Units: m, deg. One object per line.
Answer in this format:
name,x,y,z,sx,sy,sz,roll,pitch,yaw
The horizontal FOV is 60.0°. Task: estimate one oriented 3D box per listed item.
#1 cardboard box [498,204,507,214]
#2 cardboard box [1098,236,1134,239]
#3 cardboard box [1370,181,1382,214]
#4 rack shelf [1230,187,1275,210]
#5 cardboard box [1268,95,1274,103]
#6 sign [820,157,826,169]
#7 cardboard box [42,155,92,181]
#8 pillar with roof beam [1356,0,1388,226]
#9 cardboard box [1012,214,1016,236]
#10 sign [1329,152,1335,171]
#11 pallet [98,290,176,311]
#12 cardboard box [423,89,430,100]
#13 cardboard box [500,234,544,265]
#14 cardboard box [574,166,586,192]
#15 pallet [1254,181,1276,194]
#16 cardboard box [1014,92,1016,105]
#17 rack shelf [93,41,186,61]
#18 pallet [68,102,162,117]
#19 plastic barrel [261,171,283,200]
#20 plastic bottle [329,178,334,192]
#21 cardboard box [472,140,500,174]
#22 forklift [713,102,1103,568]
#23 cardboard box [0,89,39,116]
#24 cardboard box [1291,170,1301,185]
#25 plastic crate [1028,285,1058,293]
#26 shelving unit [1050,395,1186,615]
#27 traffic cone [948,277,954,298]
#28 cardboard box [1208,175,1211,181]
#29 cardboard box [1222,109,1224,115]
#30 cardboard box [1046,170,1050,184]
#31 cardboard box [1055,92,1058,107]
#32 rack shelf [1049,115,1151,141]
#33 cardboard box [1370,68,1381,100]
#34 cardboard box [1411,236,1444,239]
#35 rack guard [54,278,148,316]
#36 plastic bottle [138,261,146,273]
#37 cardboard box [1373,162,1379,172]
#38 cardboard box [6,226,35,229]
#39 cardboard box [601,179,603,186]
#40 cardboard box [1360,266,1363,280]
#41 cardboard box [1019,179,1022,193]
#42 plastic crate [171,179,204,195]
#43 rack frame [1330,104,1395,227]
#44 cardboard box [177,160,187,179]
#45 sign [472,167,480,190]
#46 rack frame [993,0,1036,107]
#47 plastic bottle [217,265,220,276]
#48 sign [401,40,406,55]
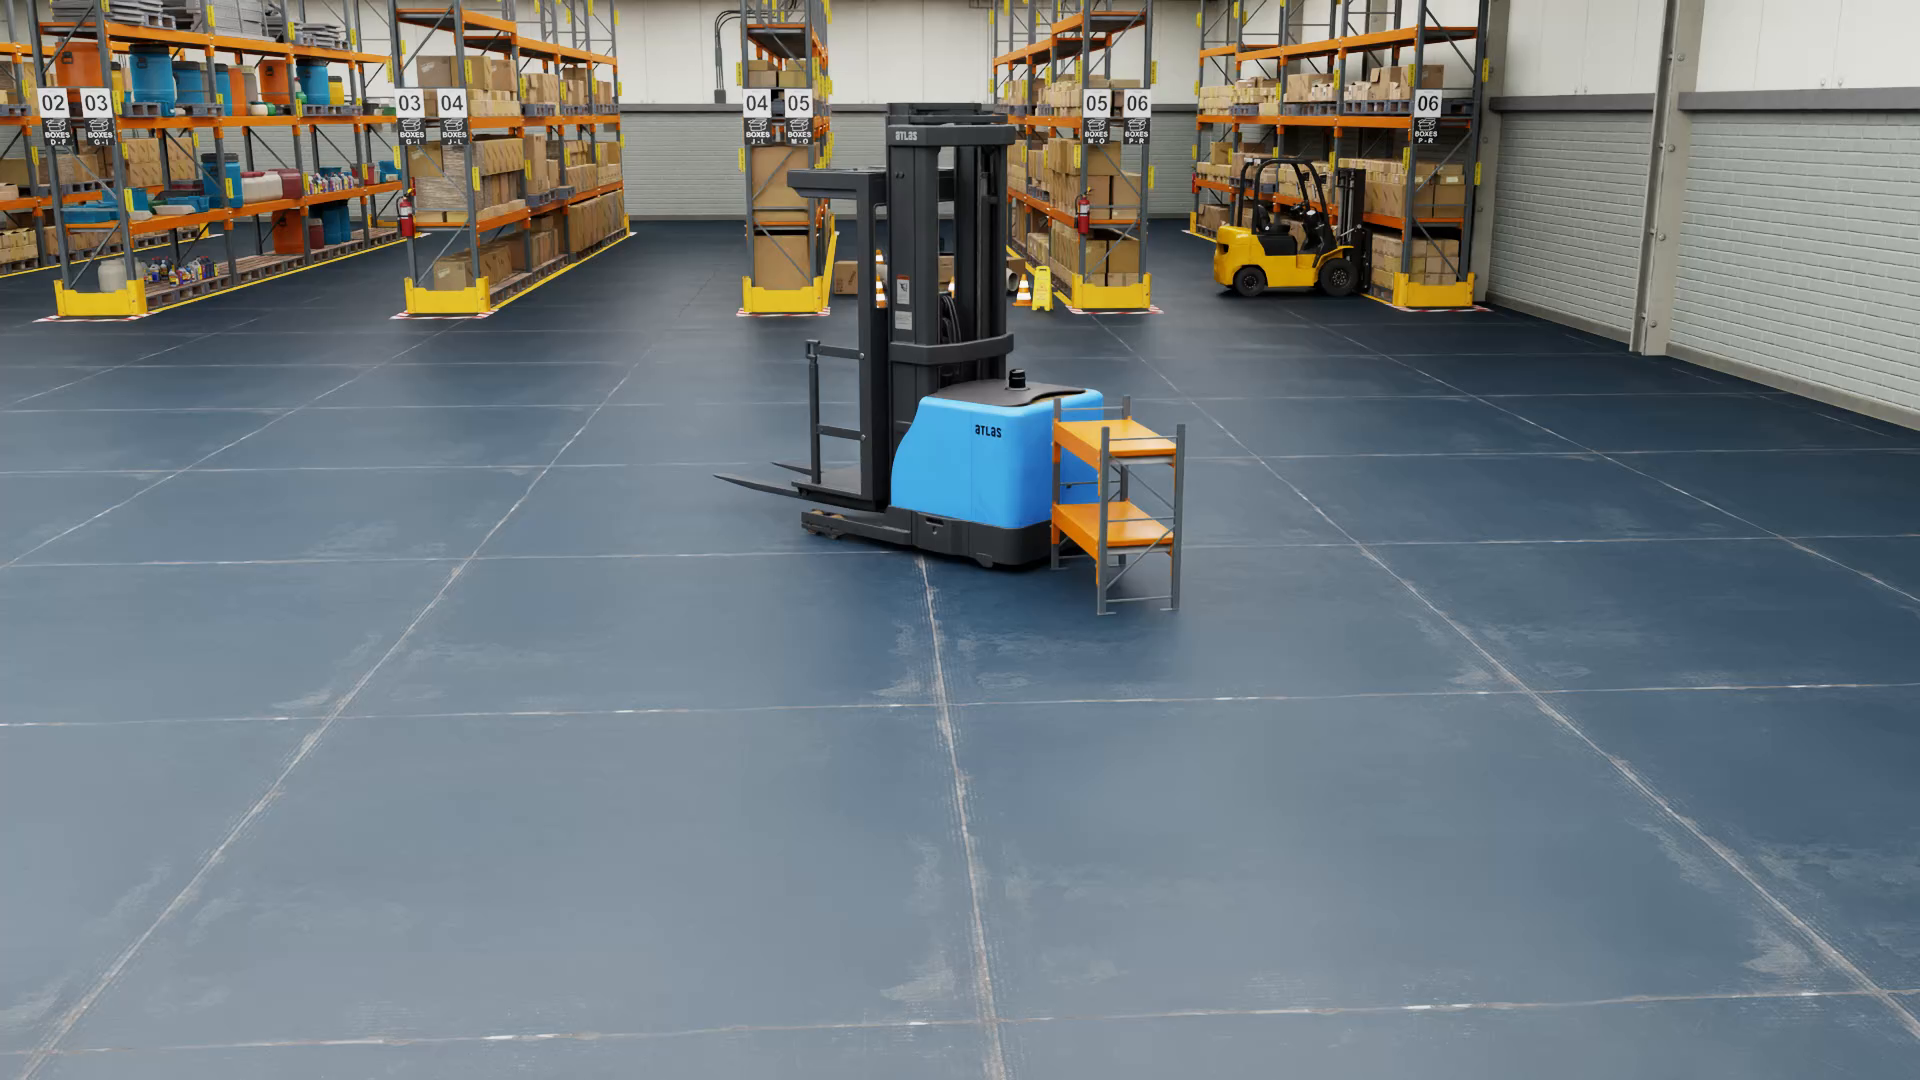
cardboard box,-7.456,-5.283,26.544,0.380,0.149,0.250,-1,14,-3
cardboard box,2.485,-4.561,26.403,0.500,0.500,0.500,-1,14,-6
cardboard box,6.904,-5.486,26.628,0.500,0.500,0.500,-1,14,-4
rack shelf,6.632,-7.201,34.939,1.077,0.370,4.000,-1,14,-3
cardboard box,6.447,-8.902,33.584,0.380,0.149,0.250,-1,14,-3
sign,-2.331,-6.345,28.271,0.100,0.325,0.005,-1,14,-3
cardboard box,-18.312,-7.625,34.099,0.700,0.500,0.500,1,14,5
pillar with roof beam,3.439,-9.581,30.704,9.100,9.000,0.400,-1,14,-3
cardboard box,1.622,-7.090,37.361,0.875,0.438,0.875,-1,14,-4
sign,6.463,-6.569,28.873,0.100,0.325,0.005,-1,14,-3
pallet,-12.634,-3.626,25.194,1.003,0.211,1.213,-1,14,-3
cardboard box,-7.922,-6.470,24.132,0.380,0.149,0.250,-1,14,-3
cardboard box,-7.904,-5.241,30.008,0.700,0.500,0.500,-2,15,-8
cardboard box,-7.946,-7.375,33.970,0.500,0.500,0.500,-1,14,-3
pallet,6.644,-7.127,33.591,1.213,0.211,1.003,-1,14,-3
cardboard box,1.318,-9.101,34.285,0.396,0.266,0.258,0,14,1
rack shelf,-18.348,-10.717,36.571,1.077,0.370,4.000,-1,14,-3
pallet,-12.491,-6.324,24.445,1.003,0.211,1.213,-1,14,-3
plastic barrel,-12.756,-6.547,30.727,0.421,0.512,0.421,0,14,0
plastic bottle,-12.797,-7.226,33.827,0.061,0.283,0.133,-1,14,-3
cardboard box,-7.412,-5.899,25.628,0.500,0.500,0.500,-1,14,-3
forklift,-0.486,-1.519,11.549,3.031,2.935,1.130,12,18,38
cardboard box,-18.037,-8.279,31.463,0.910,0.500,0.500,-1,14,-3
cardboard box,6.584,-6.853,31.438,0.500,0.250,0.500,-1,14,-5
plastic crate,1.328,-4.163,27.545,0.402,0.080,0.583,-6,16,-23
shelving unit,0.947,-0.241,10.206,0.538,1.125,1.048,-3,15,-12
traffic cone,-0.103,-3.742,25.141,0.336,0.463,0.334,-1,14,-3
cardboard box,6.037,-8.513,39.098,0.380,0.149,0.250,-1,14,-5
cardboard box,6.173,-9.719,37.765,0.380,0.149,0.250,0,14,-2
cardboard box,1.792,-6.487,29.079,0.500,0.500,0.500,-1,14,-4
cardboard box,1.845,-7.262,27.416,0.500,0.250,0.500,-1,14,-4
rack shelf,2.174,-6.587,26.531,1.077,0.370,4.000,-1,14,-3
cardboard box,7.019,-7.326,26.709,0.797,0.503,0.637,0,14,-2
cardboard box,7.376,-4.665,26.308,0.500,0.250,0.500,-1,14,-3
rack guard,-12.589,-3.563,24.372,1.175,0.500,0.348,-1,14,-3
plastic bottle,-13.099,-4.275,26.553,0.144,0.351,0.185,0,14,-1
cardboard box,6.840,-5.971,26.614,0.380,0.149,0.250,-1,14,-2
cardboard box,-18.269,-5.901,32.576,0.500,0.500,0.500,0,14,-1
cardboard box,-8.040,-7.839,36.477,0.380,0.149,0.250,-1,14,-5
cardboard box,6.809,-4.424,27.375,0.500,0.250,0.500,0,14,-2
cardboard box,1.464,-7.151,33.599,0.500,0.250,0.500,-1,14,-2
plastic crate,-13.120,-5.897,28.298,0.402,0.464,0.583,-1,14,-3
rack frame,7.004,-6.058,29.050,1.000,3.000,0.127,-1,14,-3
cardboard box,-18.137,-8.472,38.232,0.500,0.500,0.500,-1,14,-3
sign,-7.052,-5.260,24.212,0.100,0.325,0.005,-1,14,-3
rack frame,1.306,-11.870,39.600,1.000,3.000,0.127,-1,14,-3
plastic bottle,-12.451,-4.523,27.818,0.097,0.201,0.097,0,14,0
sign,-12.980,-11.497,38.797,0.100,0.325,0.005,-1,14,-3
